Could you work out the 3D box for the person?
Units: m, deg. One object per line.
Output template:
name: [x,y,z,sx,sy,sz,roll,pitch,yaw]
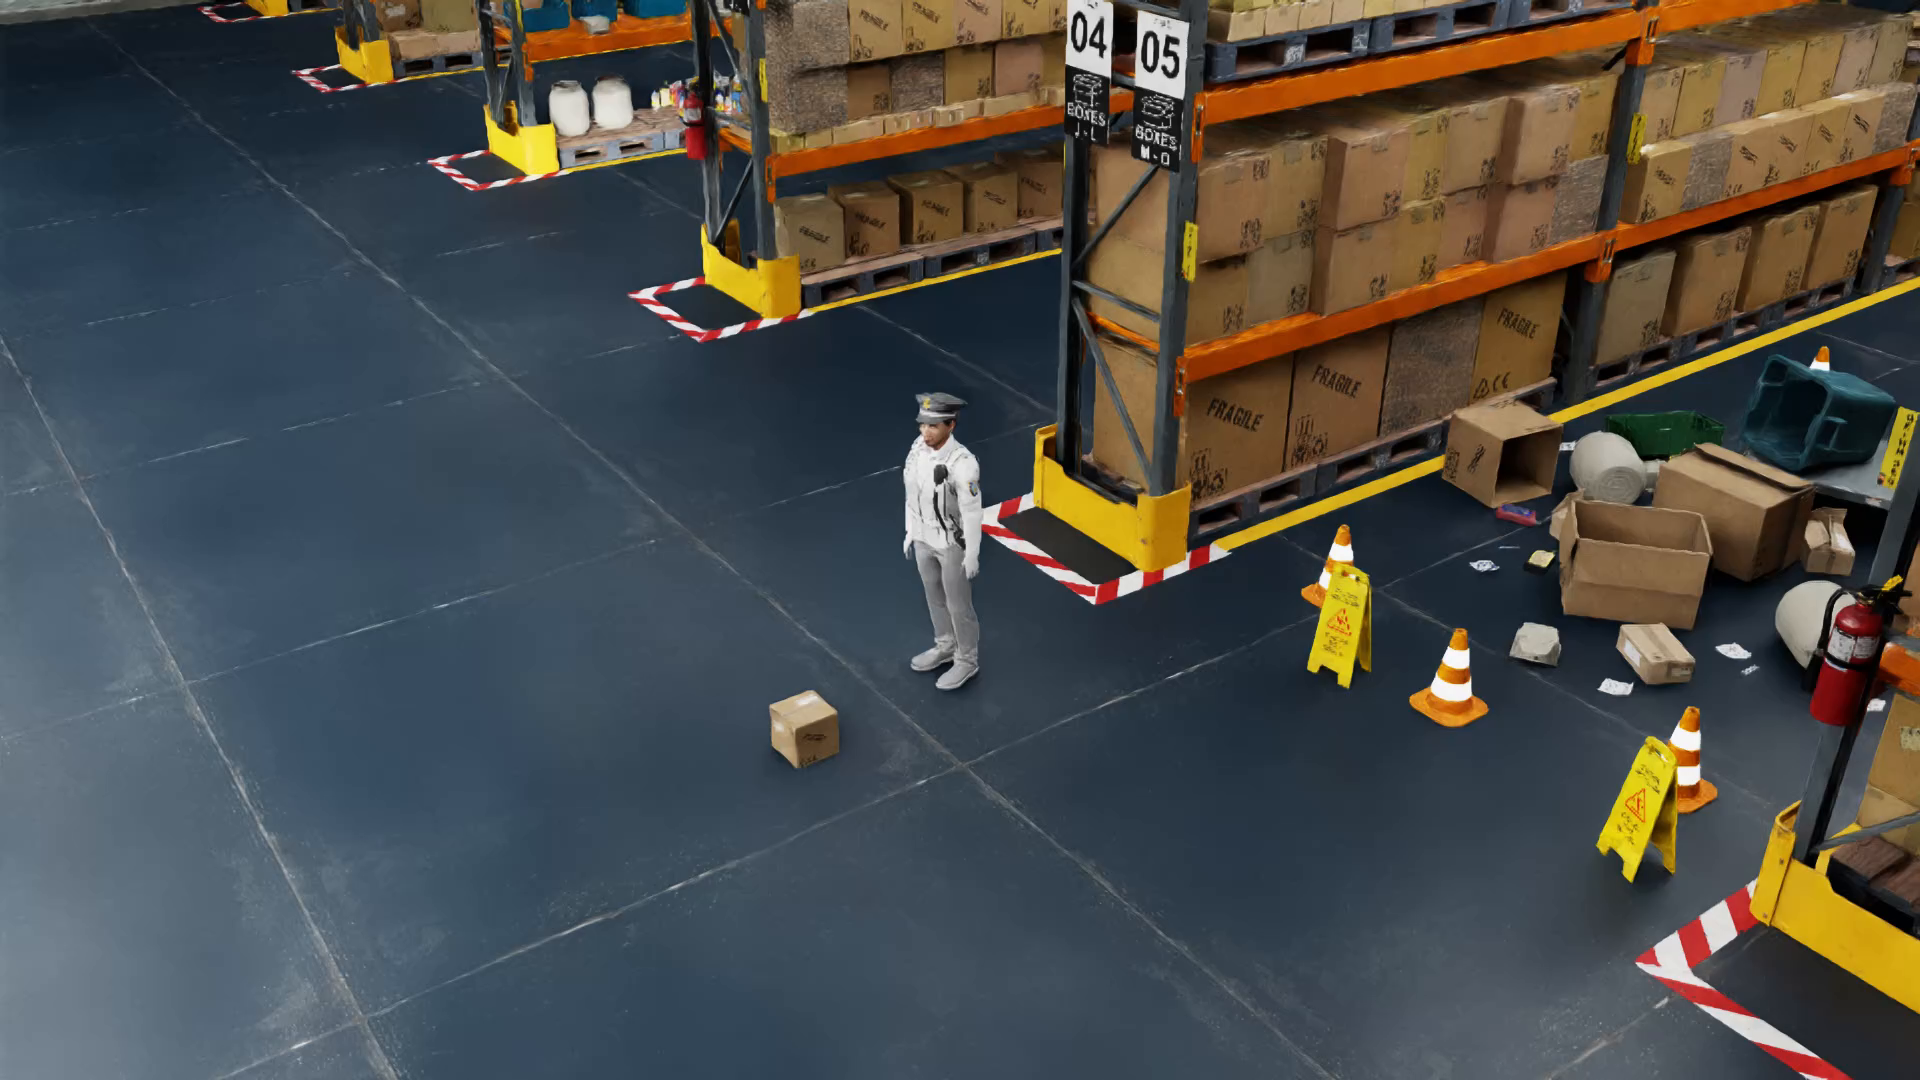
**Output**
person: [-0.079,0.005,8.570,0.384,1.677,0.494,-25,37,-37]
